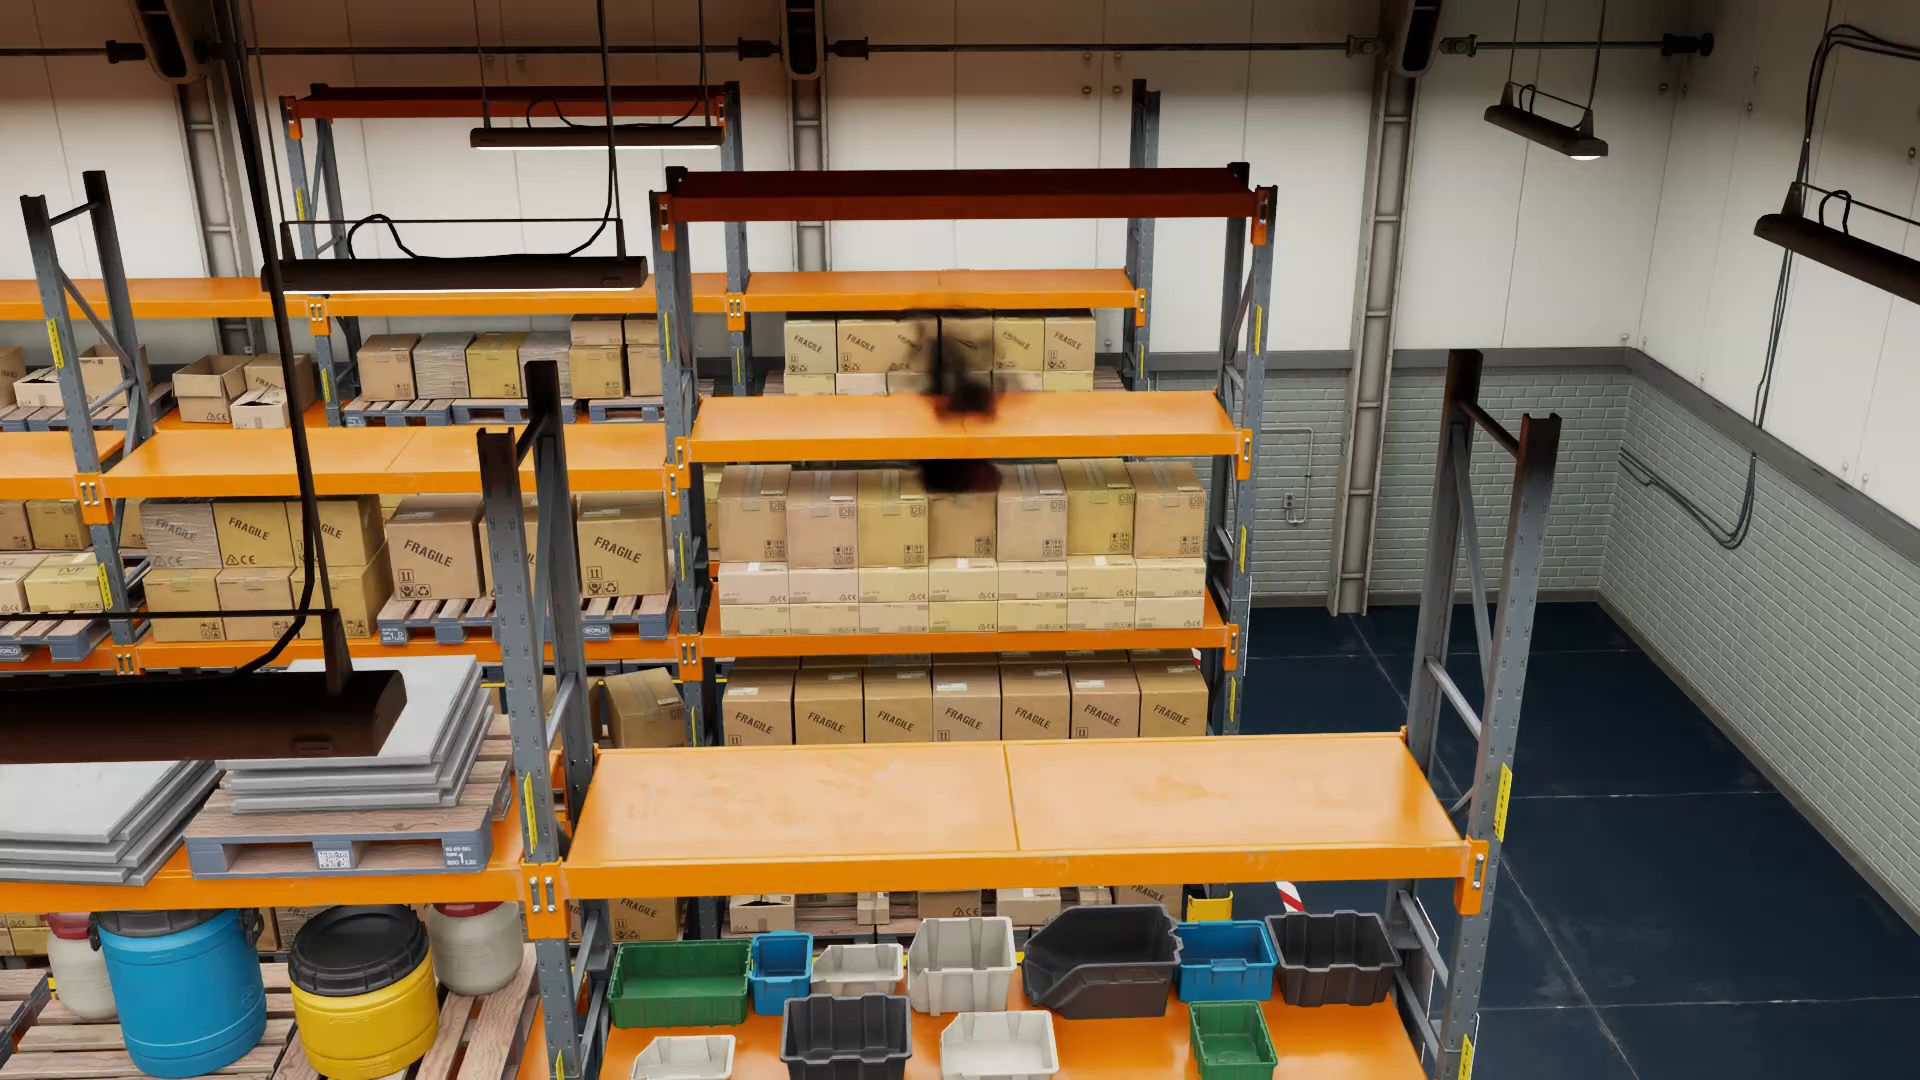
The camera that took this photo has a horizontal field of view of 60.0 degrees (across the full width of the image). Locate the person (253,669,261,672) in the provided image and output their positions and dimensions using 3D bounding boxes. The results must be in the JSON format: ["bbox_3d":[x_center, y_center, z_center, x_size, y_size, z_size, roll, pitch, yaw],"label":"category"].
[{"bbox_3d":[-5.987,1.869,14.337,0.747,1.721,0.592,-3,22,-8],"label":"person"}]
